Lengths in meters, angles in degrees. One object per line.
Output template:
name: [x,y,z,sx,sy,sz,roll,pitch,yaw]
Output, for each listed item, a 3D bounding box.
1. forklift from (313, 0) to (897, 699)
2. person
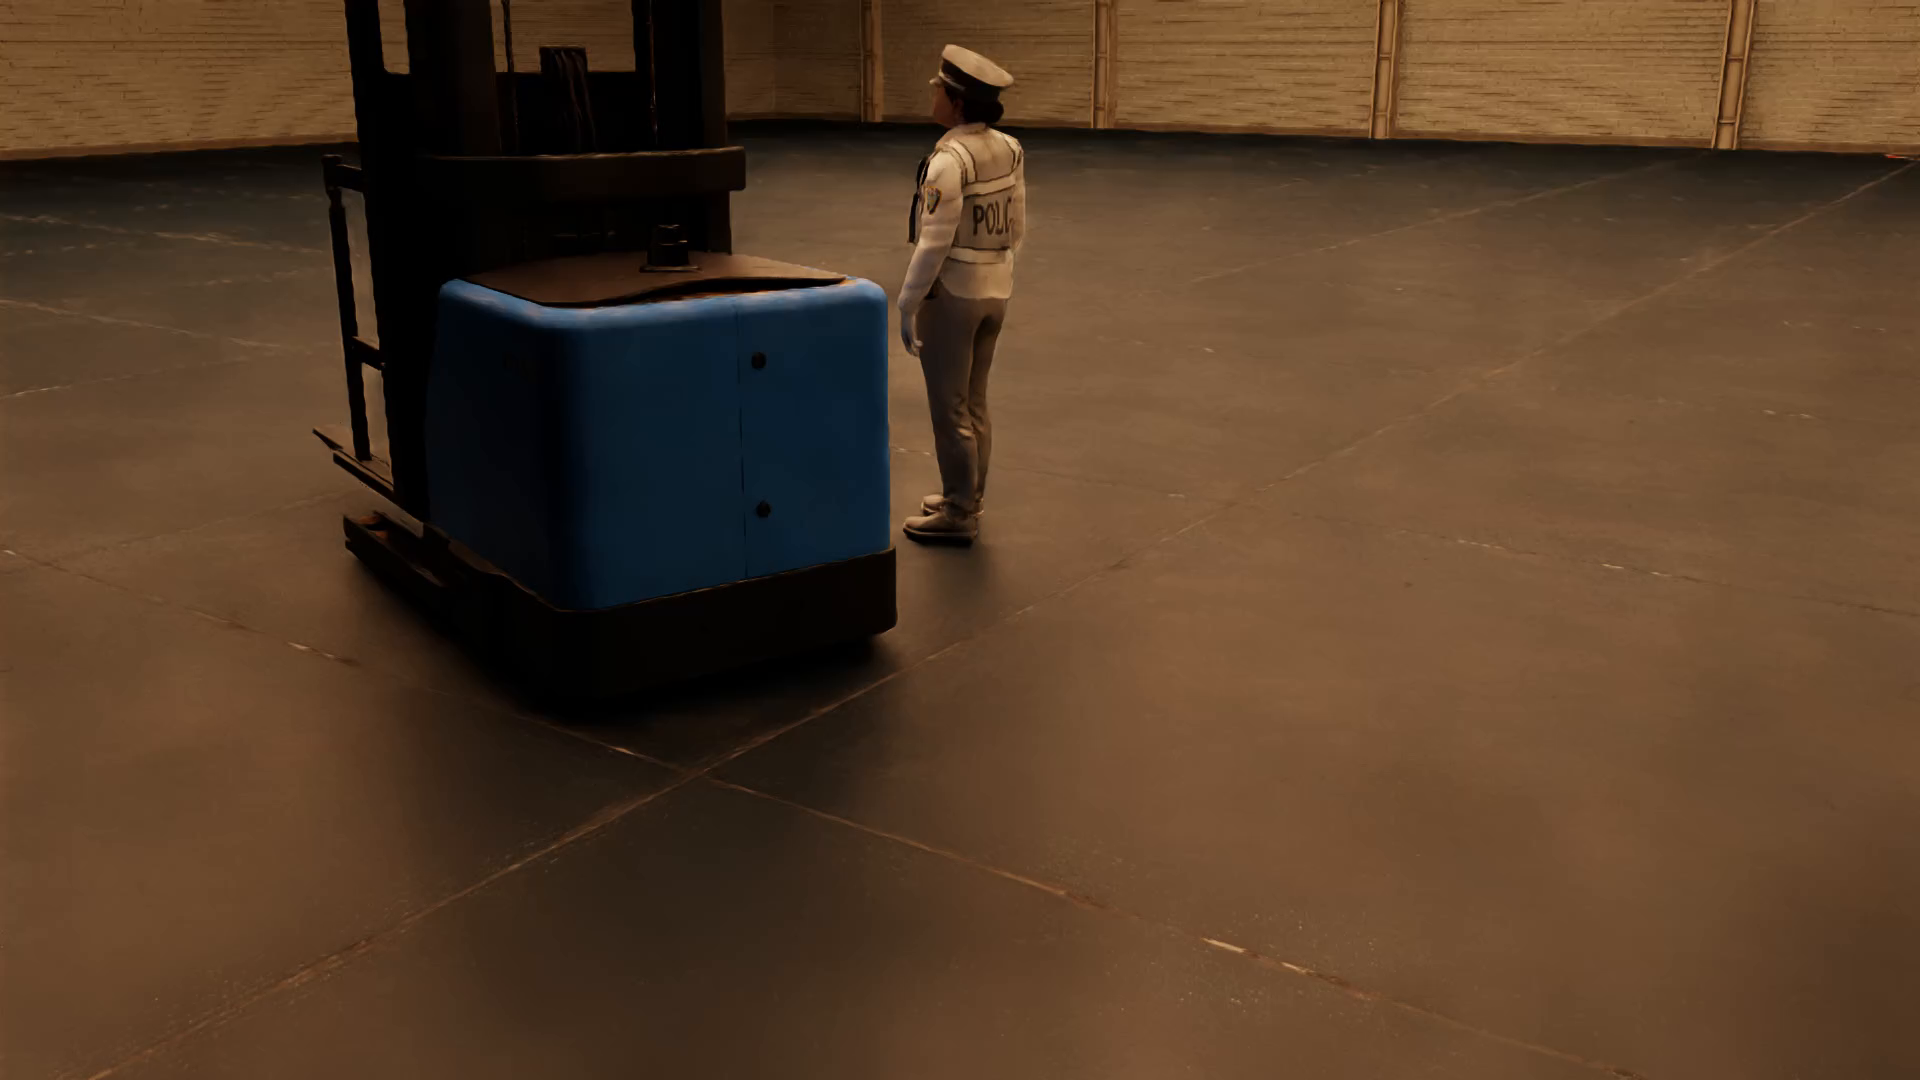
forklift: [-1.451,-1.350,5.347,1.130,2.935,3.031,-12,20,-34]
person: [-0.052,-0.832,5.746,0.532,1.695,0.586,11,20,33]
